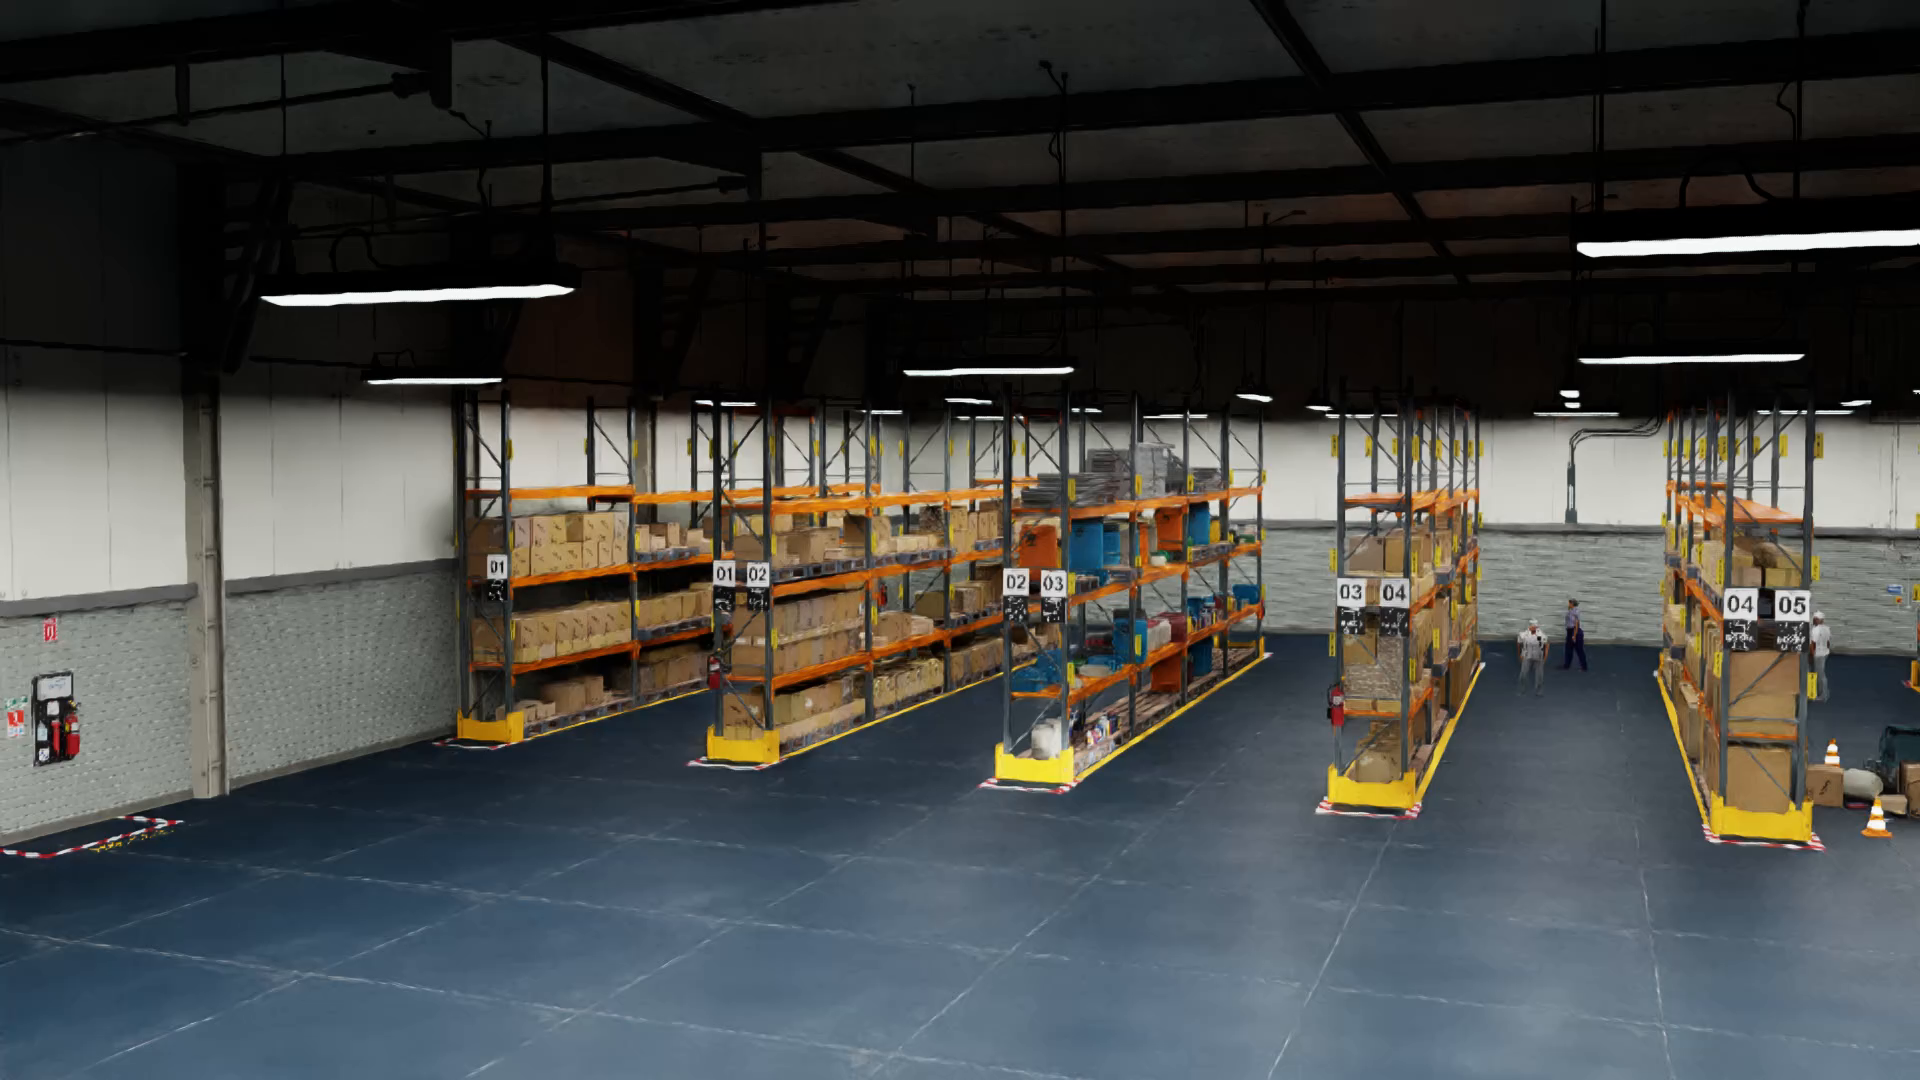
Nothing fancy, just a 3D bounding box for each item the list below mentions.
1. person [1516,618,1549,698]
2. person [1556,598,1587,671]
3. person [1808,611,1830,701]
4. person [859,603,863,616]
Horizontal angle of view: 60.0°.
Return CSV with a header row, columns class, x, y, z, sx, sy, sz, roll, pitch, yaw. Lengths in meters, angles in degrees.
class,x,y,z,sx,sy,sz,roll,pitch,yaw
person,11.484,2.368,33.367,0.625,1.611,0.575,1,3,18
person,13.812,2.121,37.492,0.606,1.622,0.617,0,3,8
person,16.997,2.290,33.001,0.584,1.763,0.676,3,4,45
person,-2.524,2.030,39.342,0.456,1.578,1.088,1,3,23
